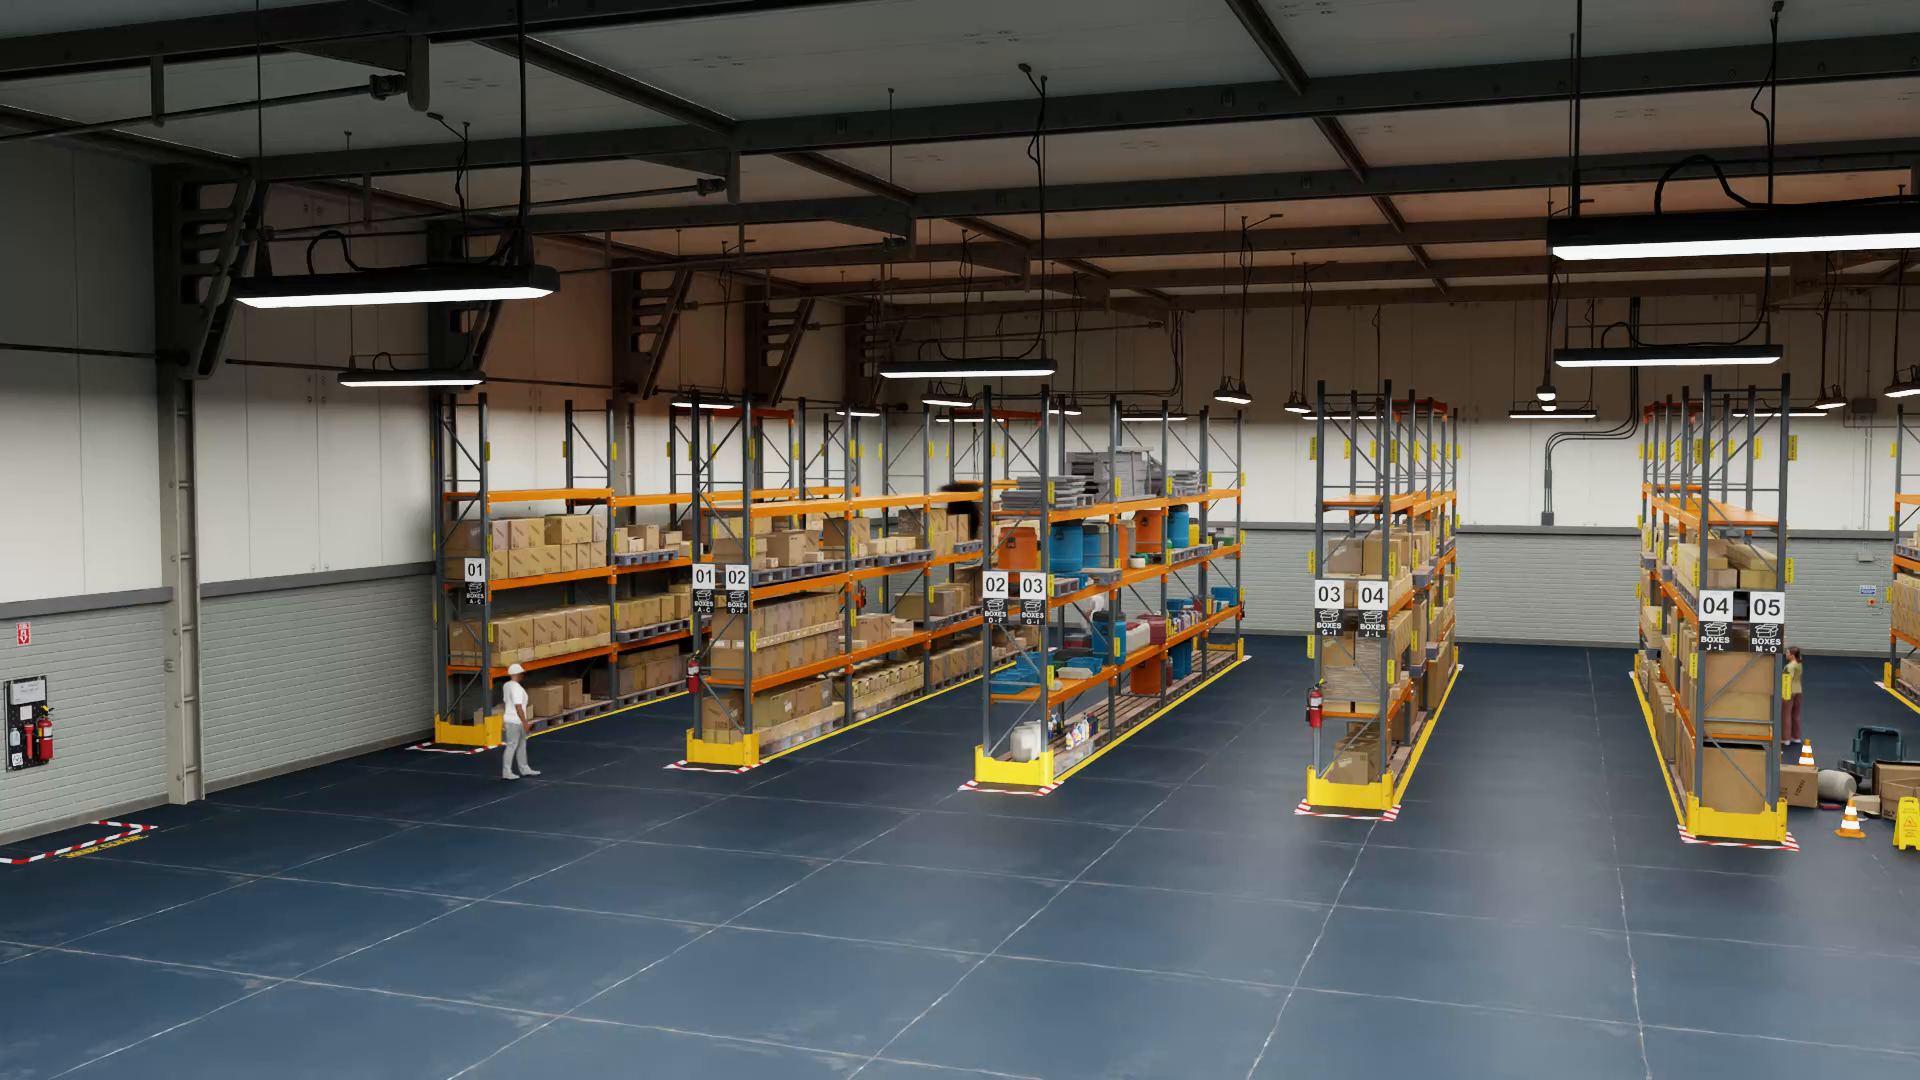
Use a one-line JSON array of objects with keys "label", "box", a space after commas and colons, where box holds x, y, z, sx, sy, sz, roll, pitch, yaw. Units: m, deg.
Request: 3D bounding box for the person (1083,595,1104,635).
[{"label": "person", "box": [3.086, 1.890, 38.322, 0.342, 1.732, 0.565, 2, 4, 34]}]

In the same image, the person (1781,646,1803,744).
[{"label": "person", "box": [14.246, 2.654, 28.521, 0.473, 1.677, 0.374, -1, 3, -20]}]

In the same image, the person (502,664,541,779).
[{"label": "person", "box": [-6.734, 2.776, 25.436, 0.569, 1.761, 0.612, -1, 3, -10]}]
